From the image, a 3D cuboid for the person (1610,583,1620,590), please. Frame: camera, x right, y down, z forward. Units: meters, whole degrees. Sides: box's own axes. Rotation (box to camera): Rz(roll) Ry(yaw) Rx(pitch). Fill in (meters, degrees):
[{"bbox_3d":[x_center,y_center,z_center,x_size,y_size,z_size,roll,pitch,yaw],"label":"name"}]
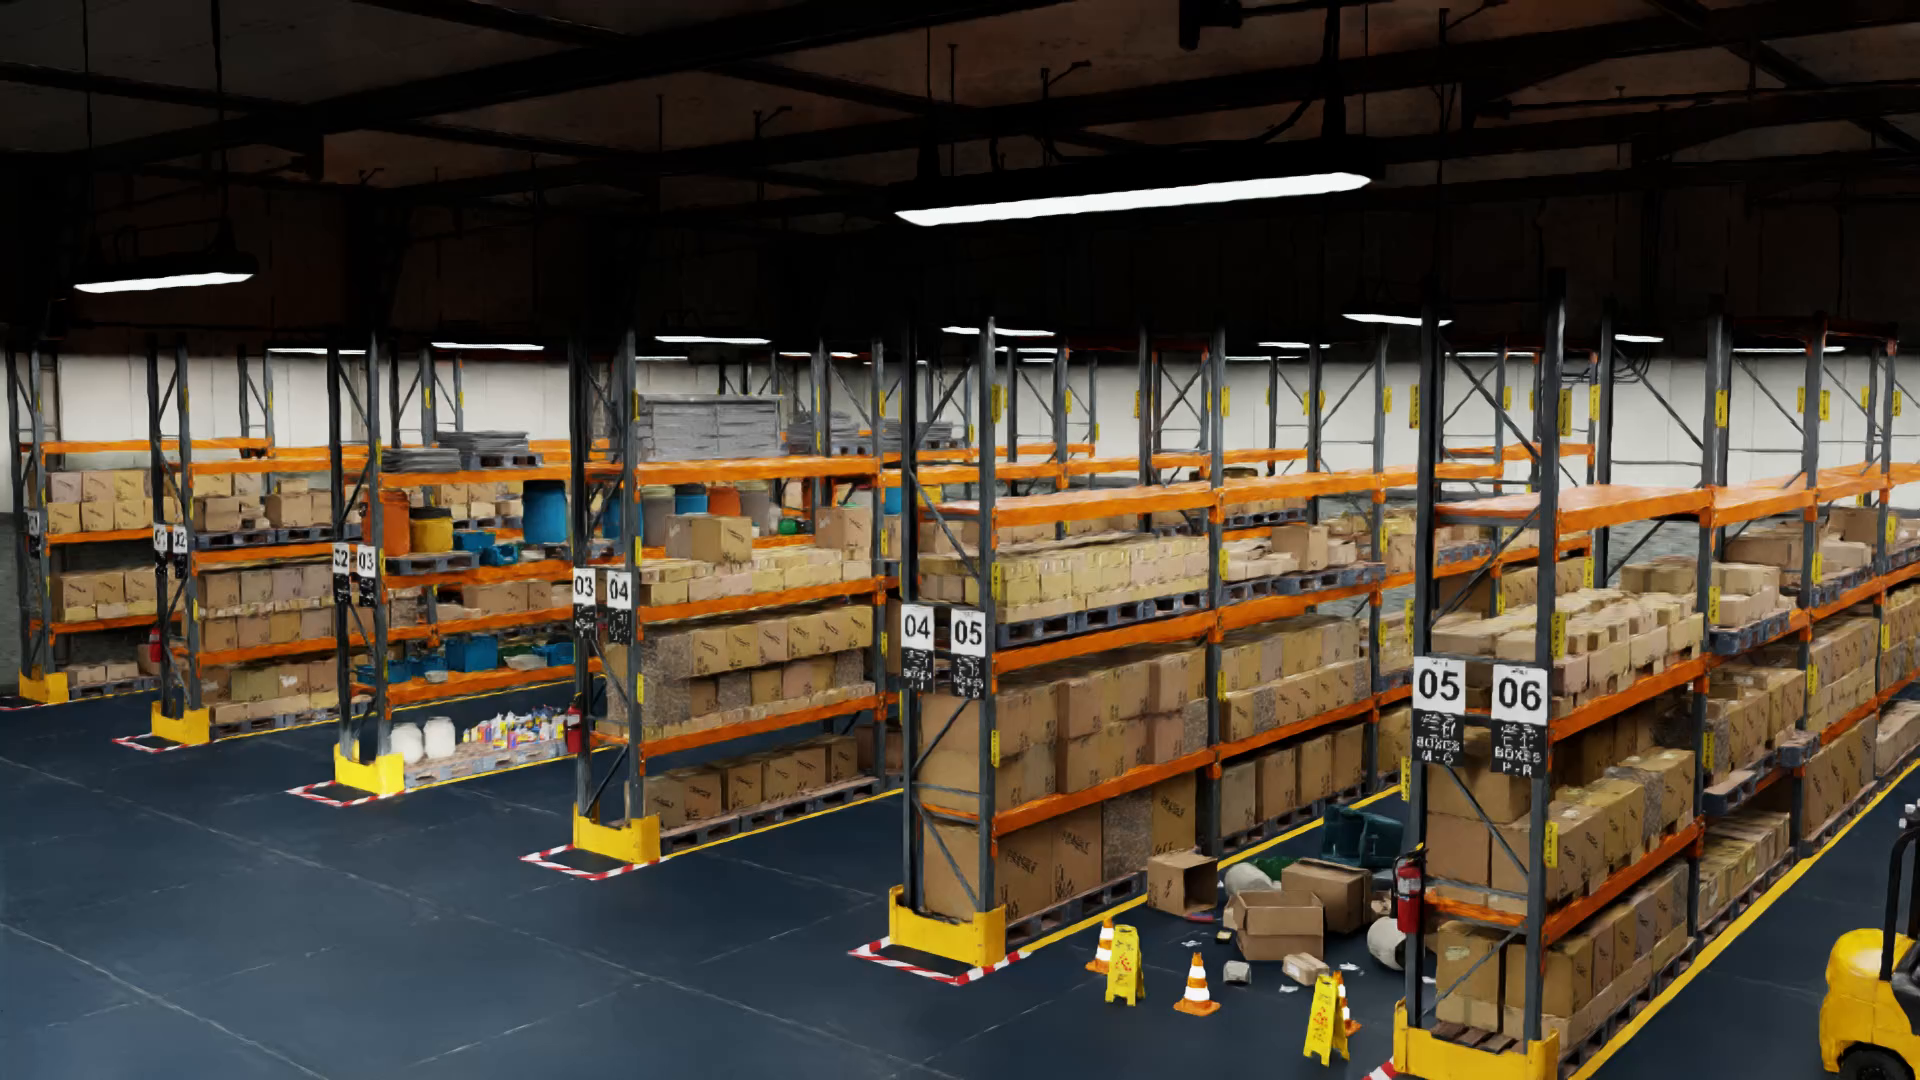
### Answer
[{"bbox_3d":[11.735,1.735,29.409,0.574,1.579,0.628,-1,5,-13],"label":"person"}]
